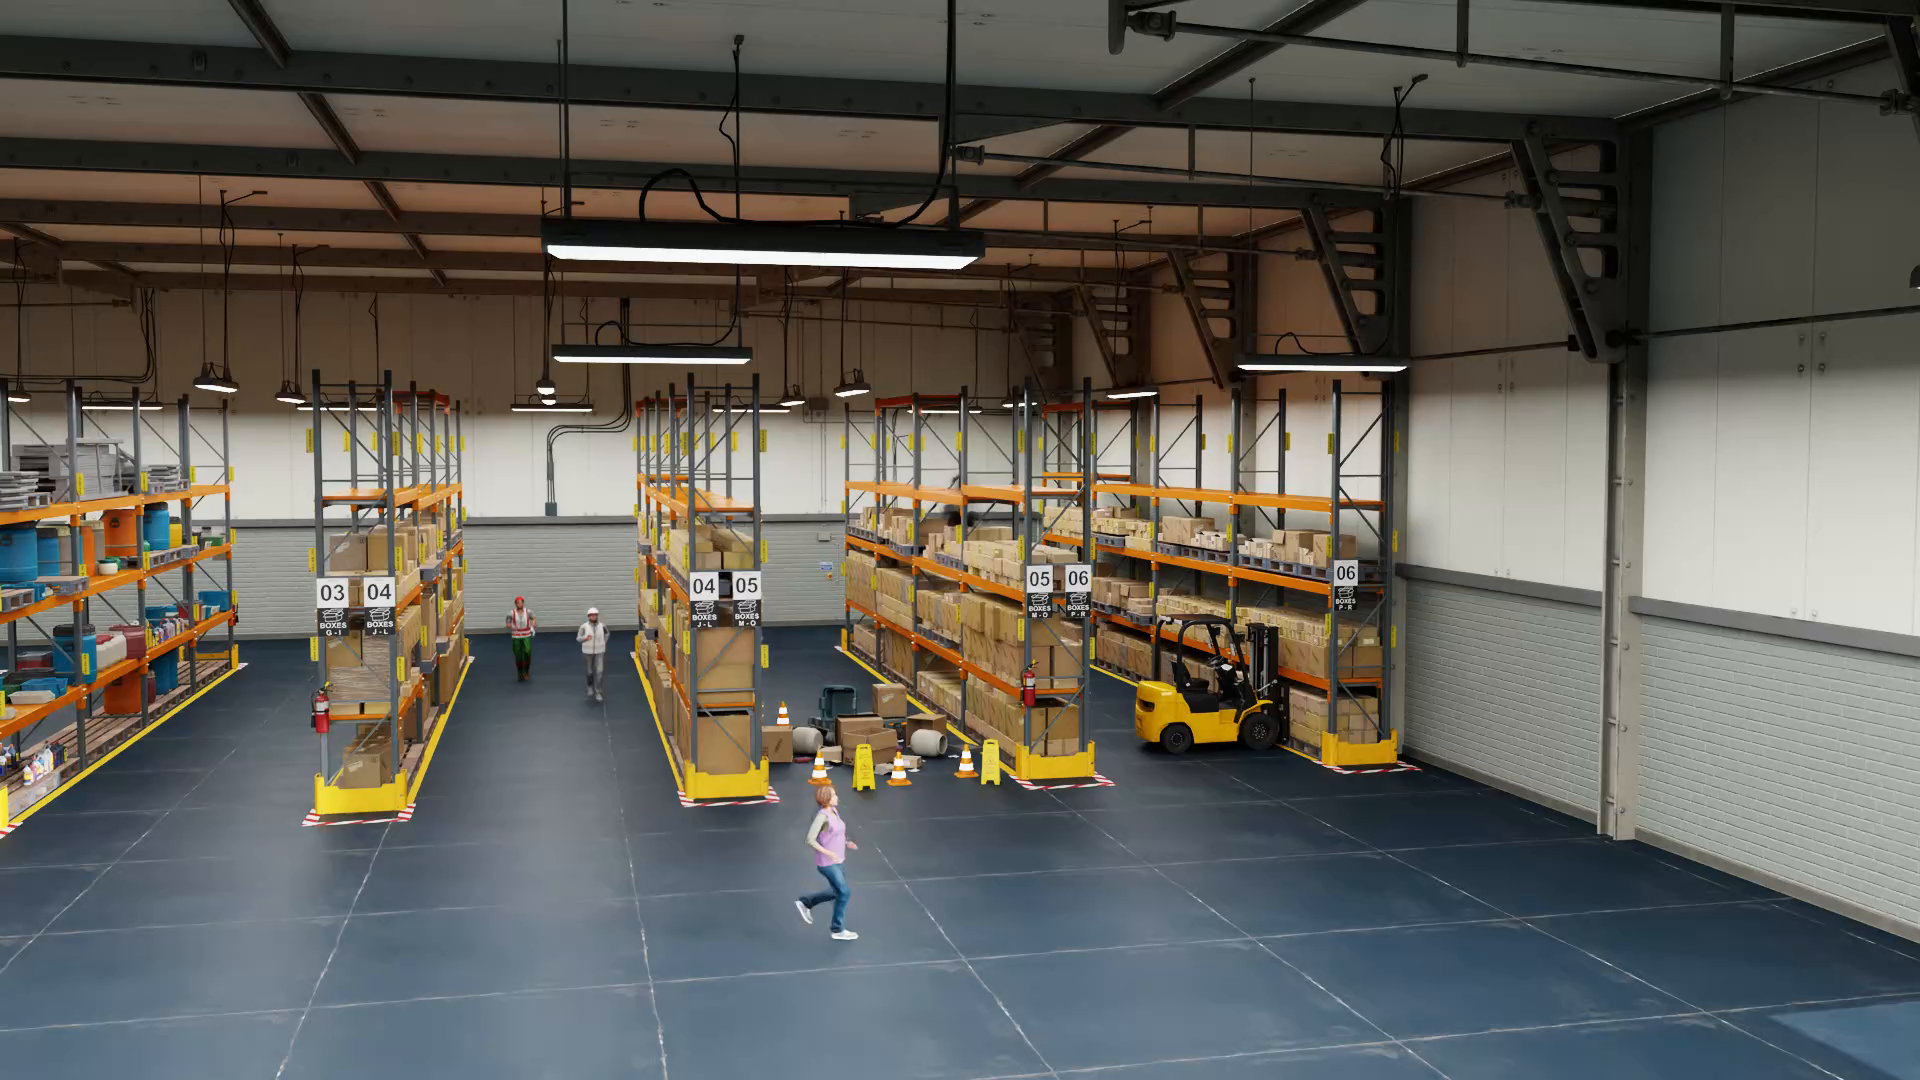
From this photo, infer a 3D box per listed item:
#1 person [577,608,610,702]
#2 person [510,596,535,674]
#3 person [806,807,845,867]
[{"bbox_3d":[-7.149,2.211,32.453,0.651,1.784,0.878,-1,3,-15],"label":"person"},{"bbox_3d":[-9.239,2.020,35.122,0.503,1.678,0.728,-1,3,-15],"label":"person"},{"bbox_3d":[-1.330,2.989,16.777,0.314,0.582,0.542,1,3,14],"label":"person"}]
